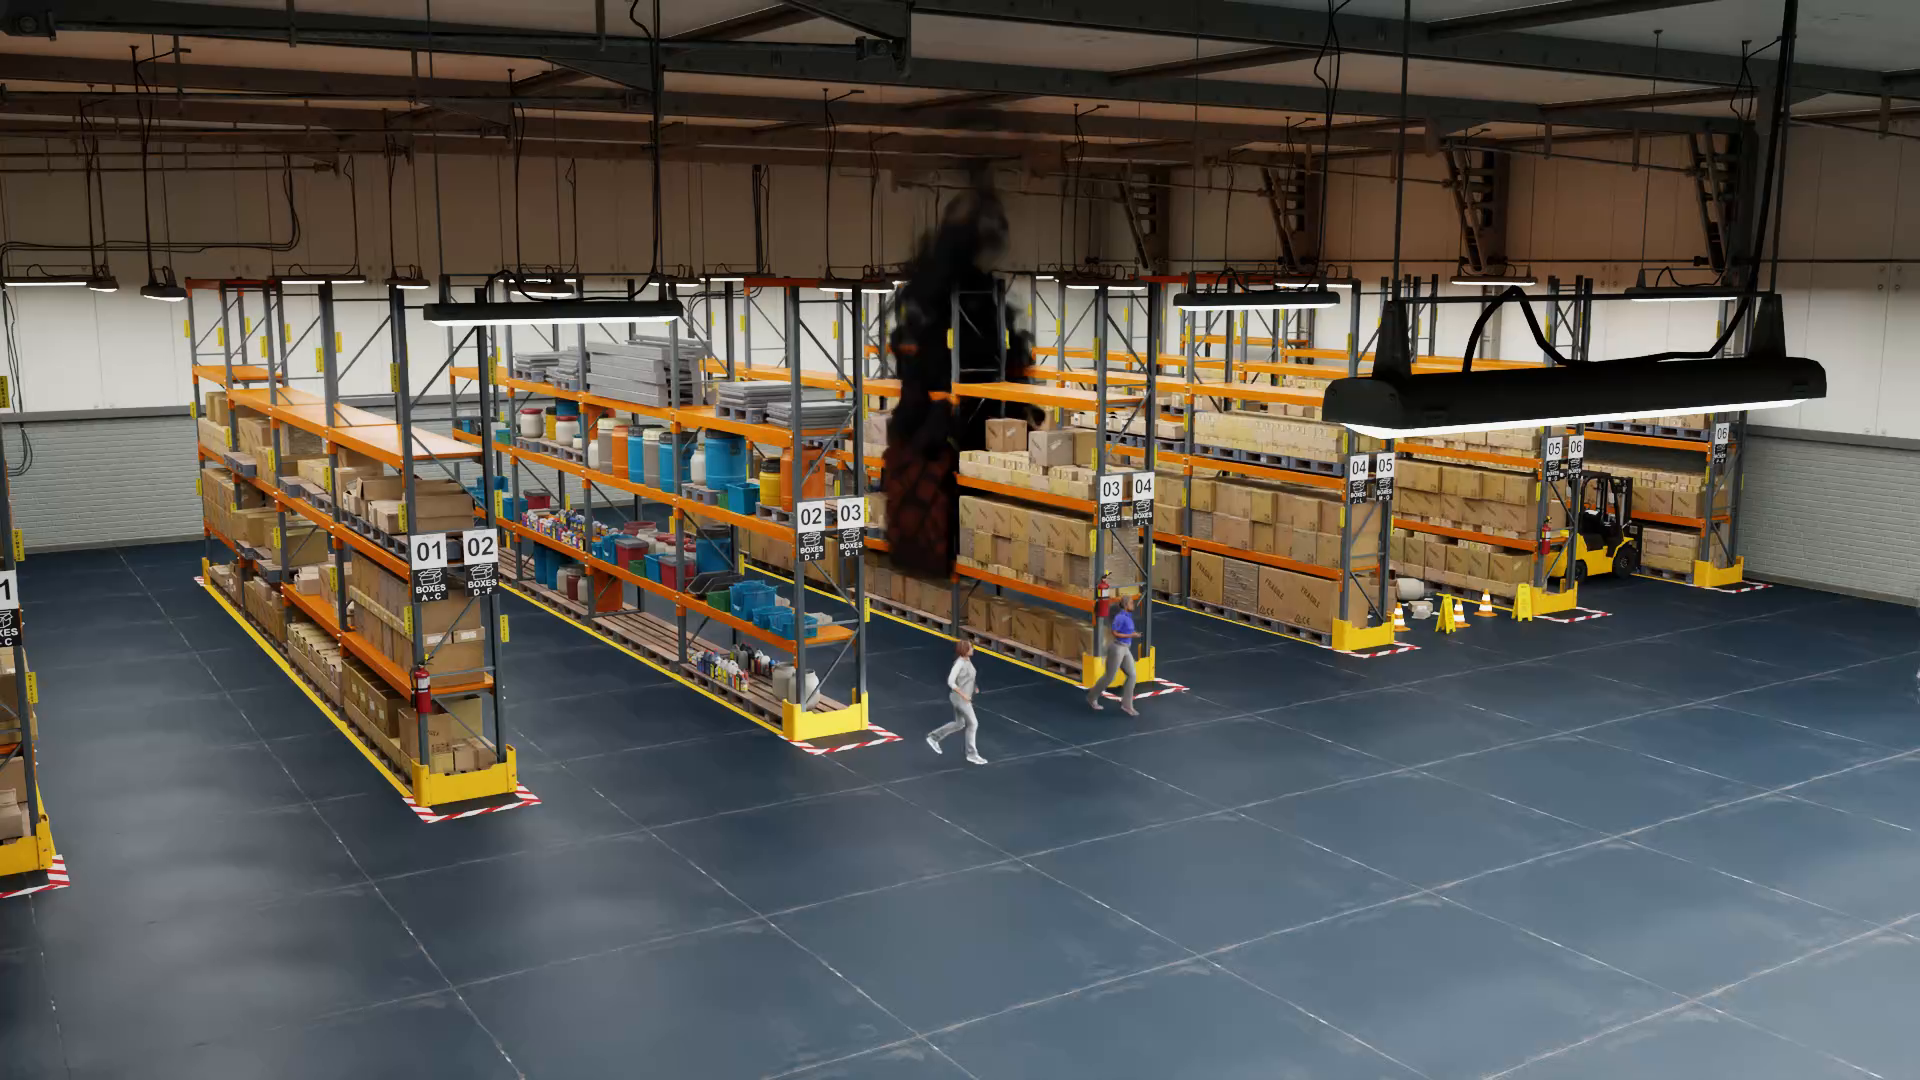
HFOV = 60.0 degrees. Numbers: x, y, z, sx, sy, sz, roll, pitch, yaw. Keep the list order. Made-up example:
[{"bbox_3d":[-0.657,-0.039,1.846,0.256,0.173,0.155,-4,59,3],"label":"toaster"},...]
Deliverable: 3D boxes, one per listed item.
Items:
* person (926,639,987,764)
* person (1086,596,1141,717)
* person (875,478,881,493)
[{"bbox_3d":[-0.043,2.038,21.096,0.783,1.601,0.554,0,10,3],"label":"person"},{"bbox_3d":[2.257,1.611,23.541,0.805,1.660,0.613,6,11,30],"label":"person"},{"bbox_3d":[-1.917,-1.515,42.201,0.902,1.674,0.627,-8,12,-39],"label":"person"}]
